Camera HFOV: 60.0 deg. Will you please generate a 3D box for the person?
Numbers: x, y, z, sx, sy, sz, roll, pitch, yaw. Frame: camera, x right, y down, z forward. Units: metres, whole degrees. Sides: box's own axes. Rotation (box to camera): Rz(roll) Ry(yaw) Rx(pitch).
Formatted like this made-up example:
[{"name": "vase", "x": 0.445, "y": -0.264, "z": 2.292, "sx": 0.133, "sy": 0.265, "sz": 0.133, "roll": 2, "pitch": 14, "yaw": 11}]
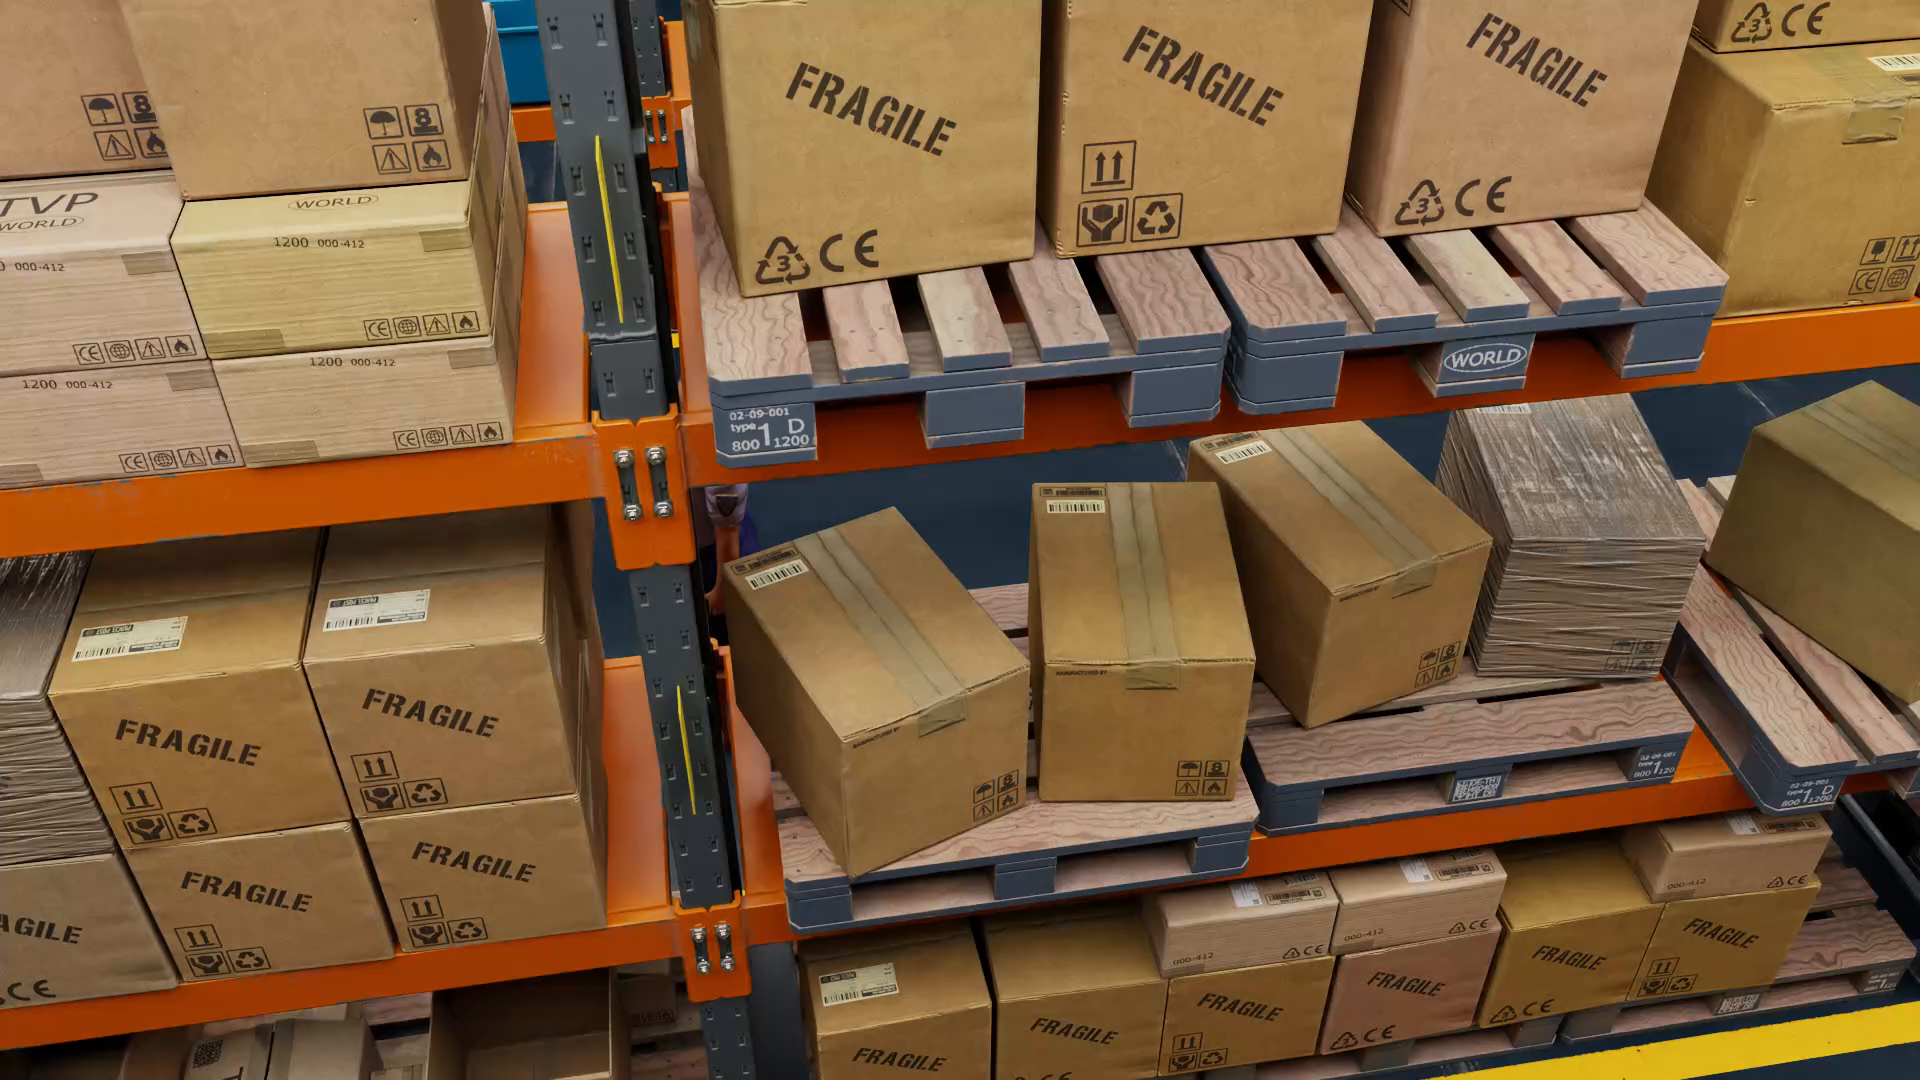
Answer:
[{"name": "person", "x": -0.891, "y": 0.071, "z": 6.086, "sx": 0.342, "sy": 1.648, "sz": 0.468, "roll": -10, "pitch": 40, "yaw": -13}]
